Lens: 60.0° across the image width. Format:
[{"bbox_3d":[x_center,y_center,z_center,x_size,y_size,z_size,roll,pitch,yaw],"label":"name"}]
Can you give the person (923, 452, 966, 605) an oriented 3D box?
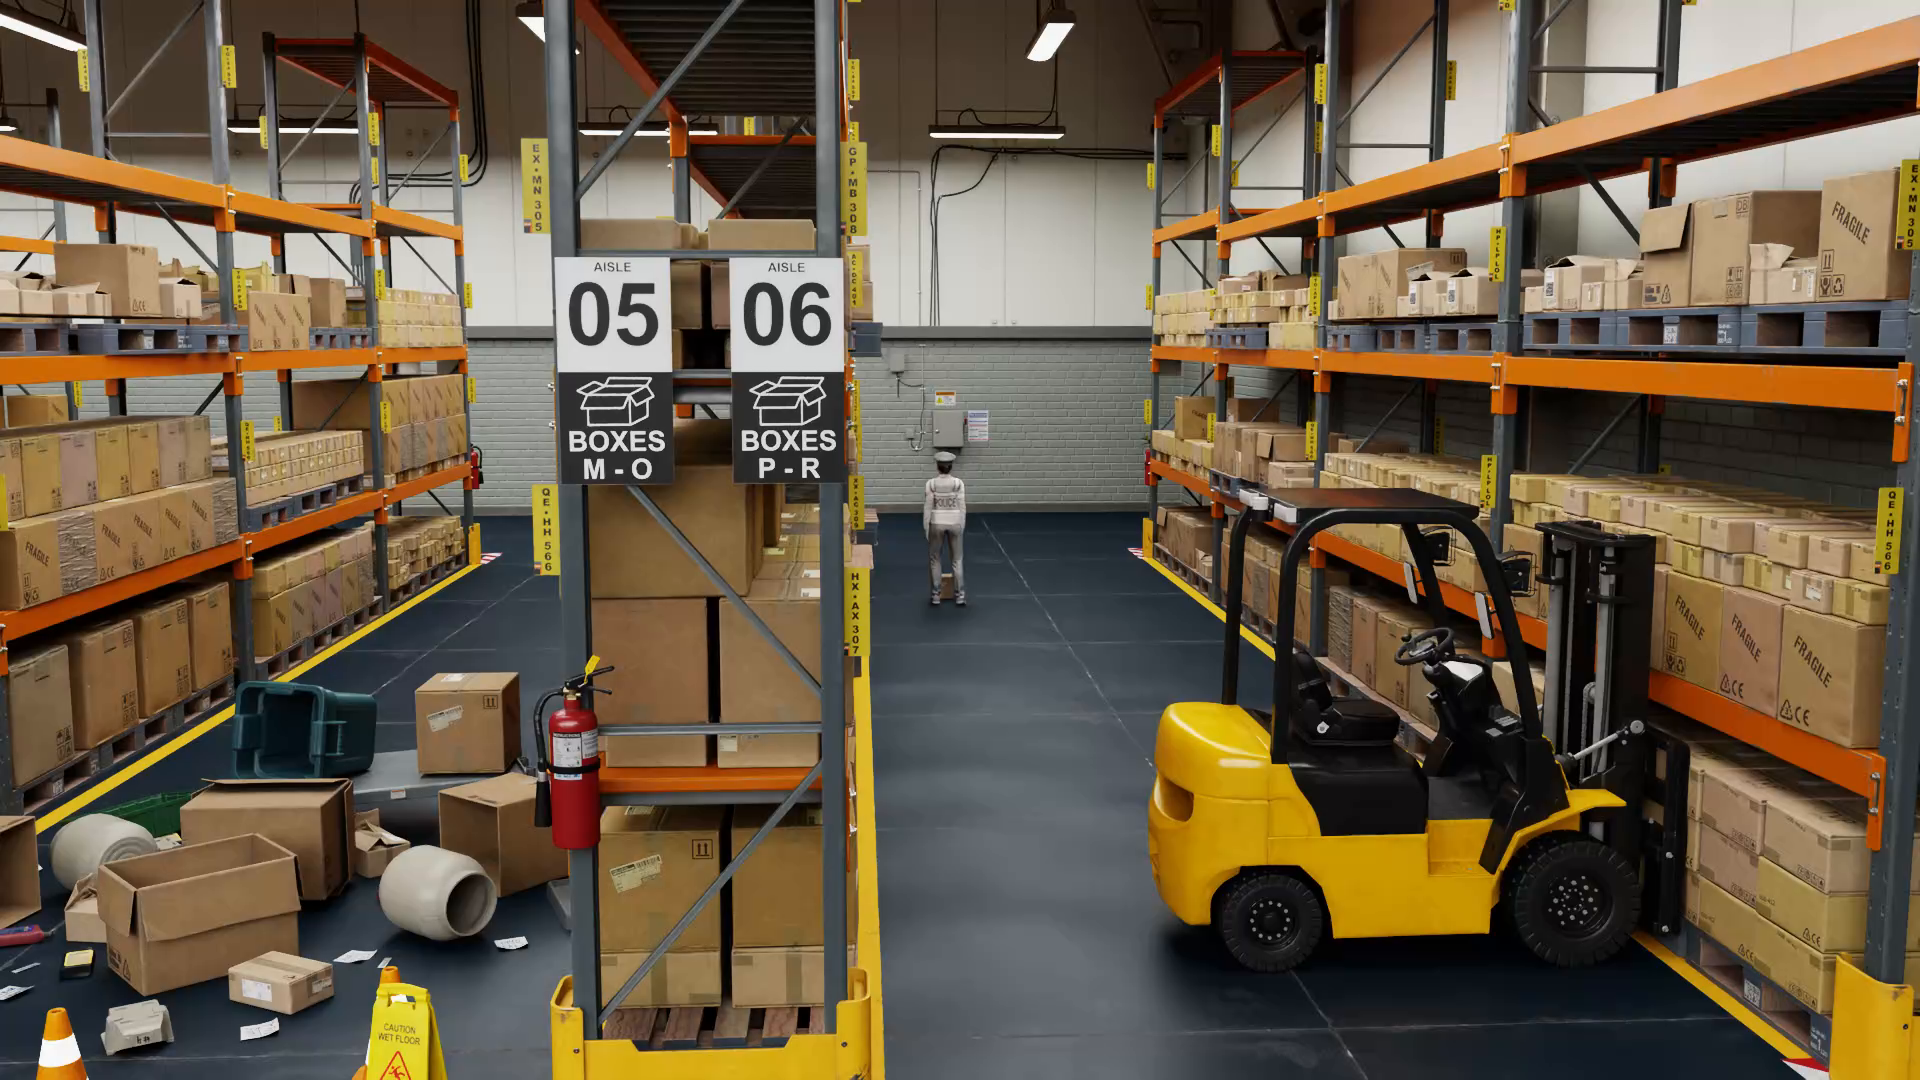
[{"bbox_3d":[-0.169,-0.114,18.241,0.470,1.703,0.322,0,7,-2],"label":"person"}]
